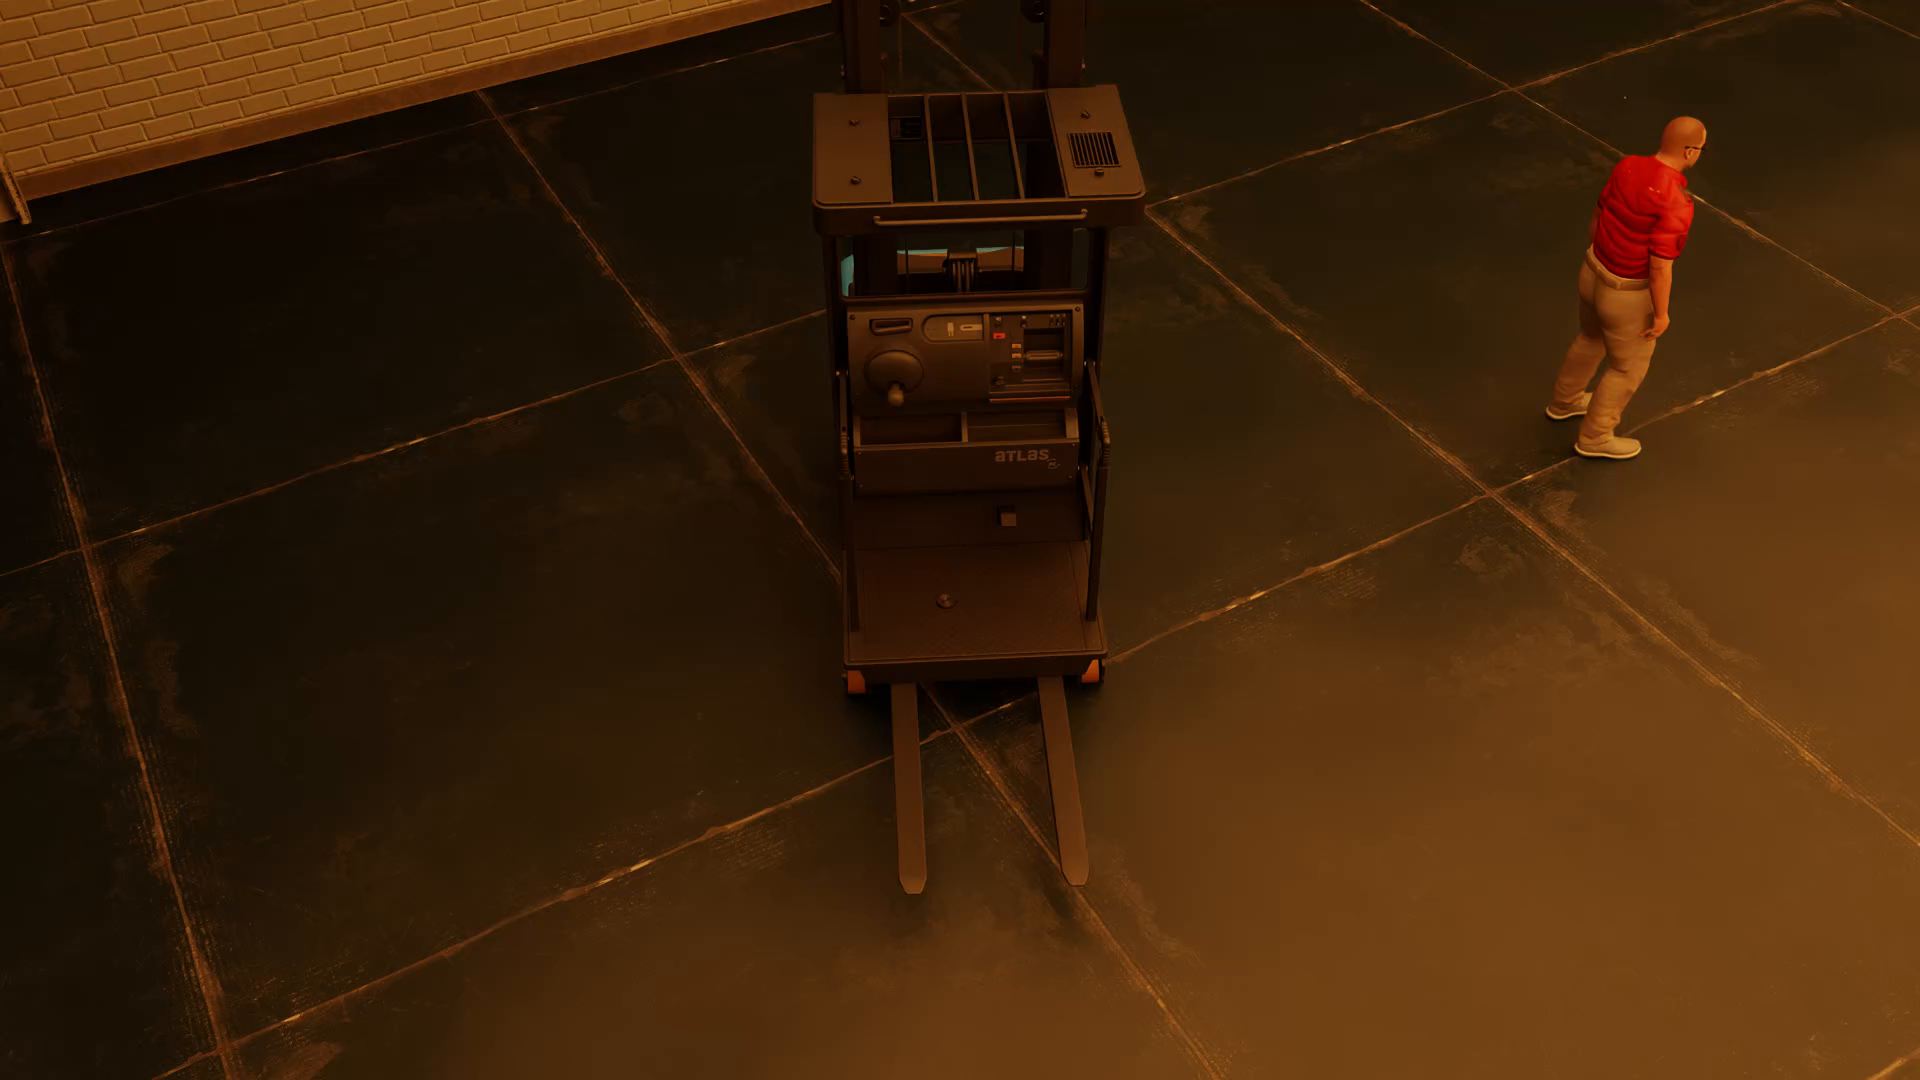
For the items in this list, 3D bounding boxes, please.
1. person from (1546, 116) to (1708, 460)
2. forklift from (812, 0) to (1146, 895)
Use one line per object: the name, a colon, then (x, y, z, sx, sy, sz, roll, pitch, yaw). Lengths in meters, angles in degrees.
person: (3.162, -1.198, 7.877, 0.398, 1.727, 0.586, -10, 44, -11)
forklift: (0.039, -0.649, 6.397, 1.130, 2.935, 3.031, -2, 43, -3)
